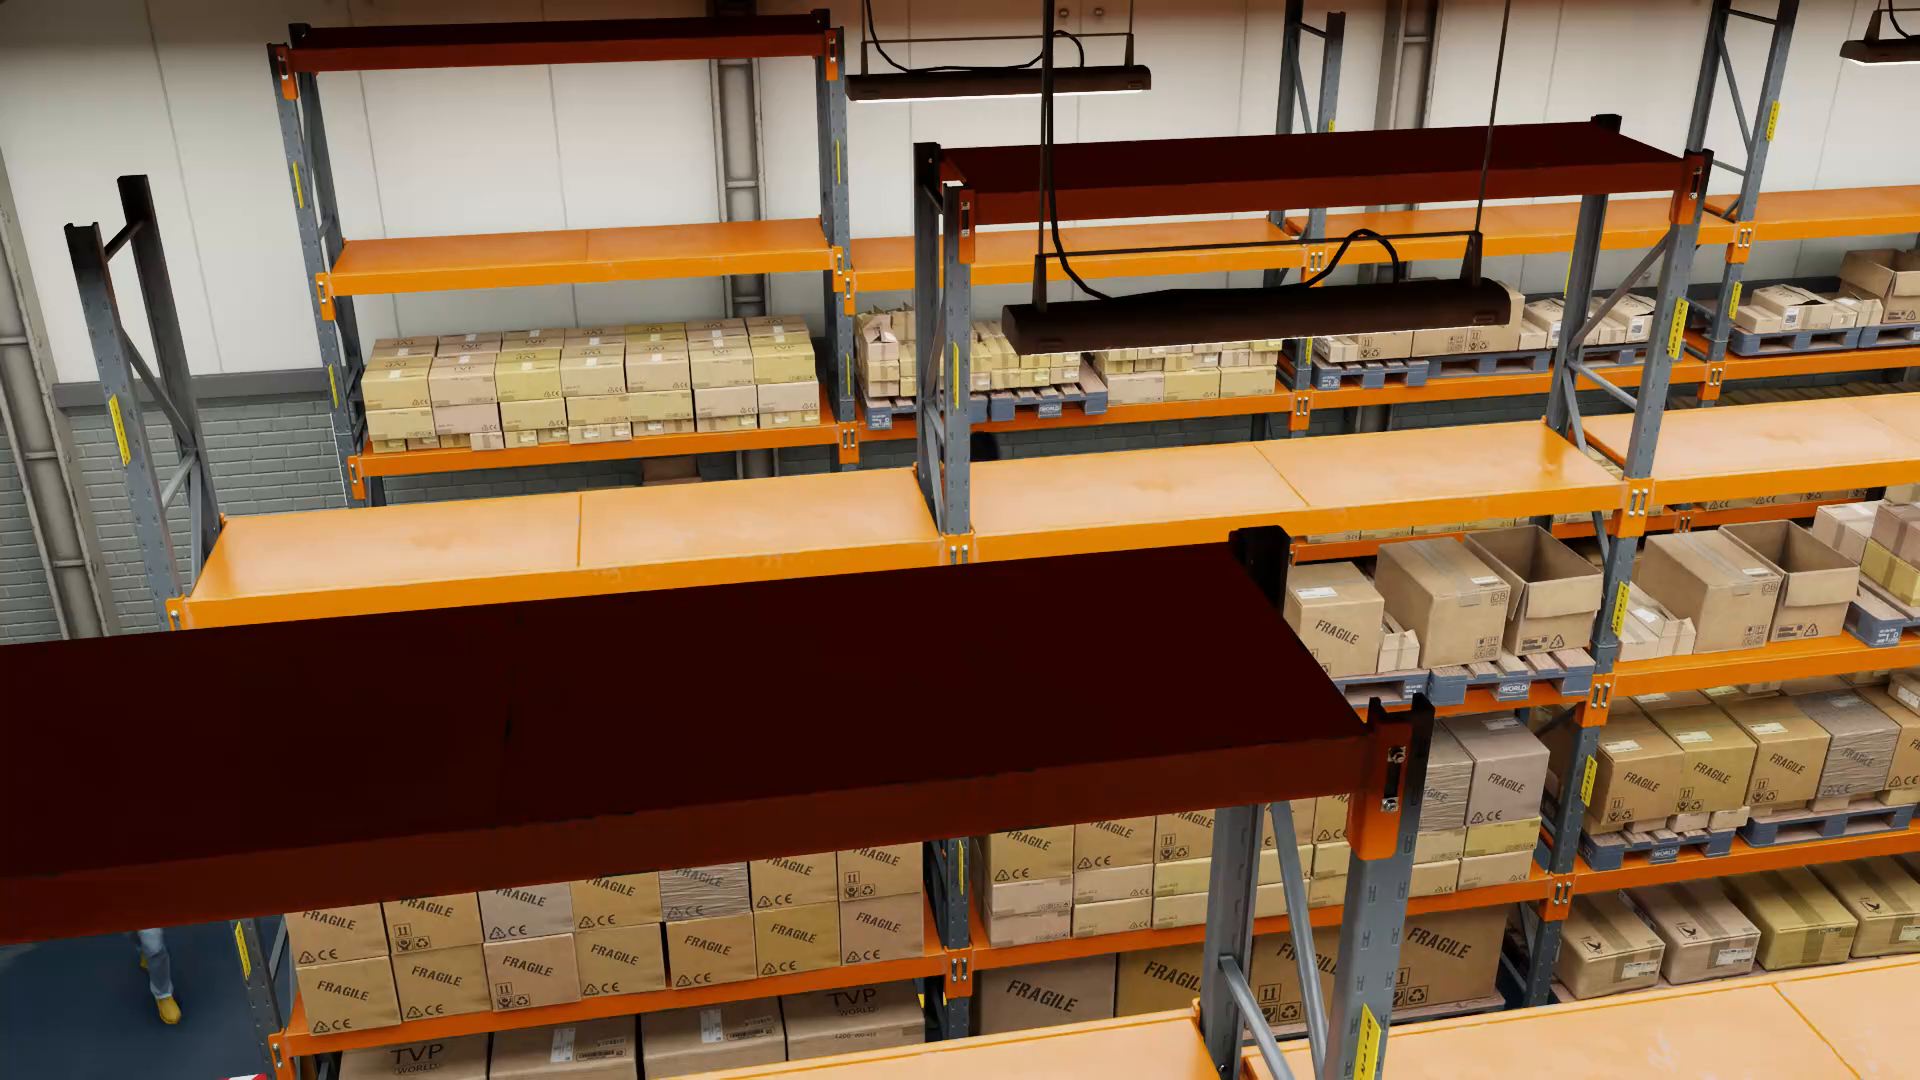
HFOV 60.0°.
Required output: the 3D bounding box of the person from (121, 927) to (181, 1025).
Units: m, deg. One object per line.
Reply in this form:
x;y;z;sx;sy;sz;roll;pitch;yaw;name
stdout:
-5.646;2.418;11.314;0.713;1.733;0.983;-9;27;-17;person
